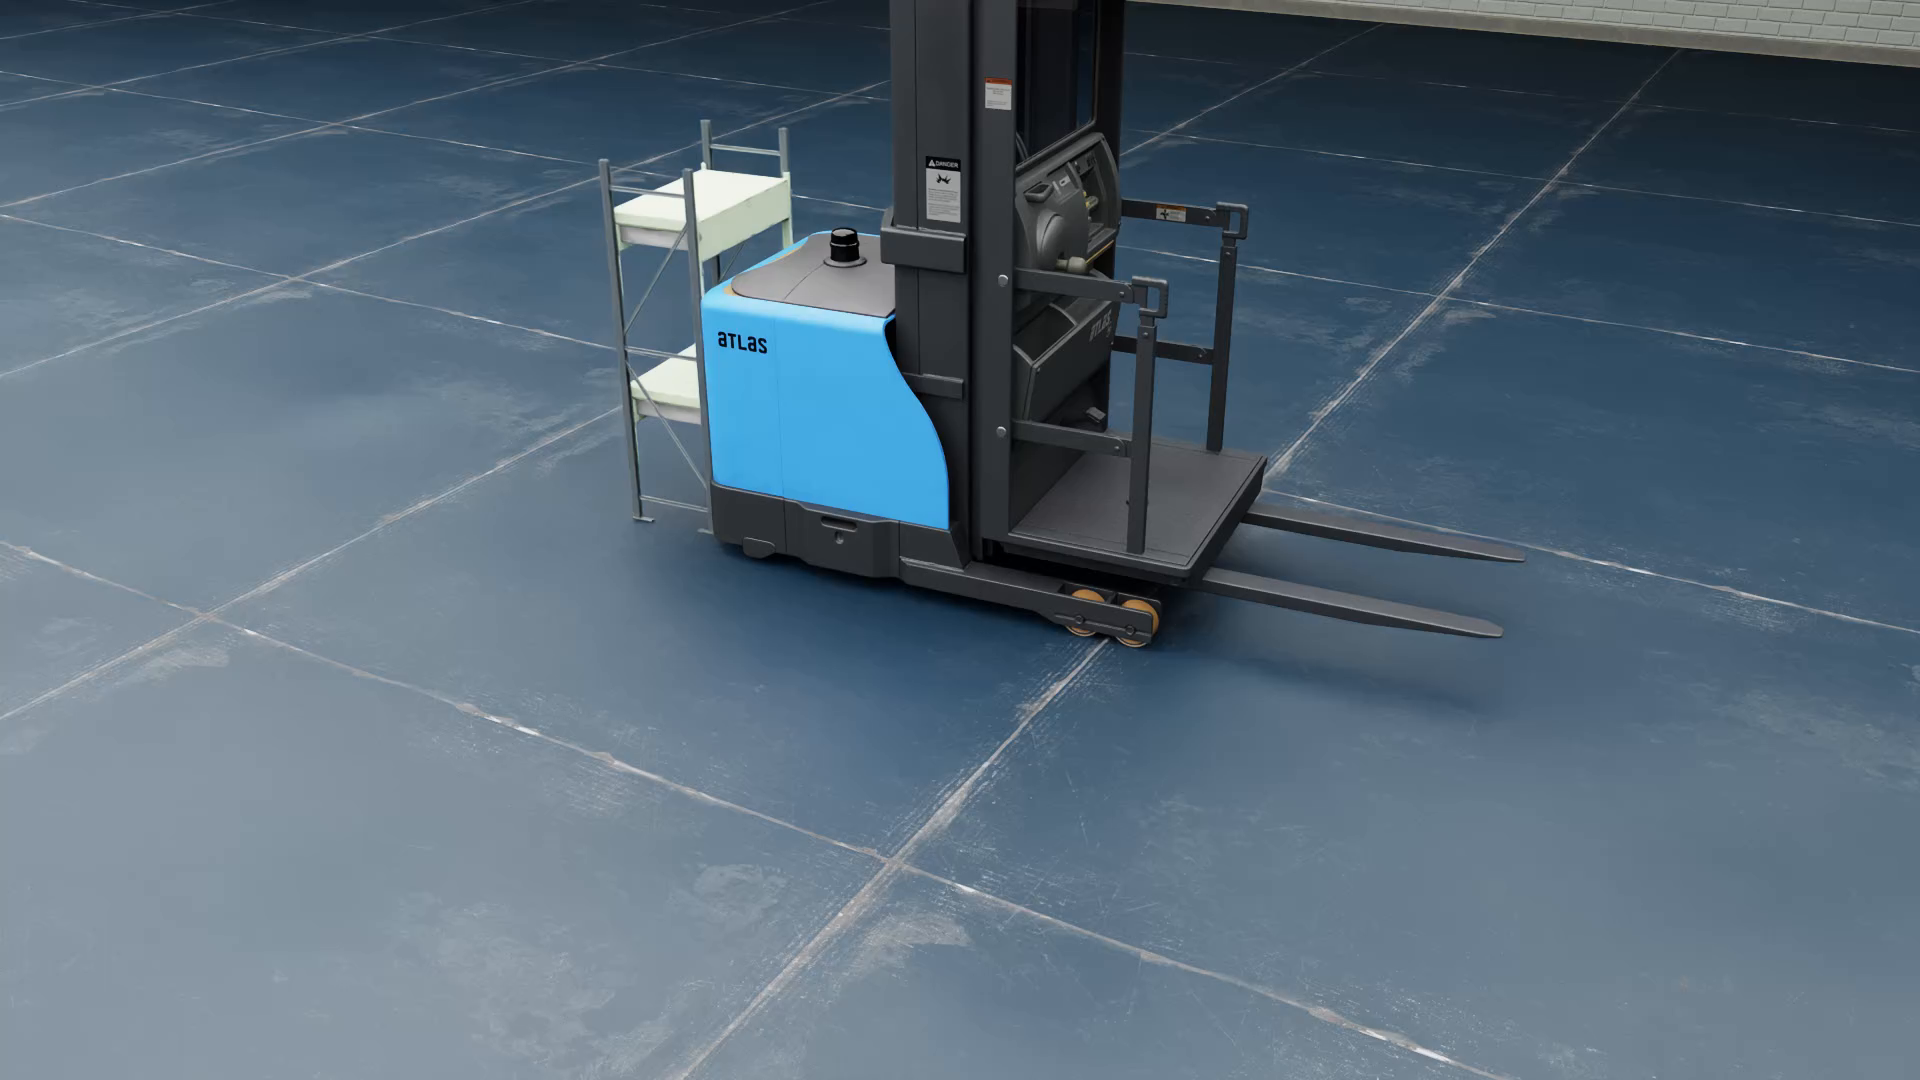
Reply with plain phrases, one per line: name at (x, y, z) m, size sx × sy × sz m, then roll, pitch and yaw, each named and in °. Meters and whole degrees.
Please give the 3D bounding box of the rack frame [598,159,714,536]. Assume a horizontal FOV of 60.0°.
rack frame at (-1.172, -0.726, 6.525) m, size 0.400 × 1.500 × 0.023 m, roll 11°, pitch 29°, yaw 21°

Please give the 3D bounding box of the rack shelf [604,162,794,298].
rack shelf at (-1.027, -1.226, 6.651) m, size 0.431 × 0.370 × 0.720 m, roll 11°, pitch 29°, yaw 21°

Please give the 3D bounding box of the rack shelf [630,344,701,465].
rack shelf at (-1.027, -0.585, 6.972) m, size 0.431 × 0.370 × 0.720 m, roll 11°, pitch 29°, yaw 21°

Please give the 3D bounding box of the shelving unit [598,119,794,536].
shelving unit at (-1.027, -0.877, 6.826) m, size 0.431 × 1.500 × 0.755 m, roll 11°, pitch 29°, yaw 21°

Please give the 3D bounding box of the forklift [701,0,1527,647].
forklift at (0.576, -1.196, 5.865) m, size 3.031 × 2.935 × 1.130 m, roll 11°, pitch 29°, yaw 21°

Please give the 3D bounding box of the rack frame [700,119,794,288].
rack frame at (-0.882, -1.027, 7.126) m, size 0.400 × 1.500 × 0.023 m, roll 11°, pitch 29°, yaw 21°
